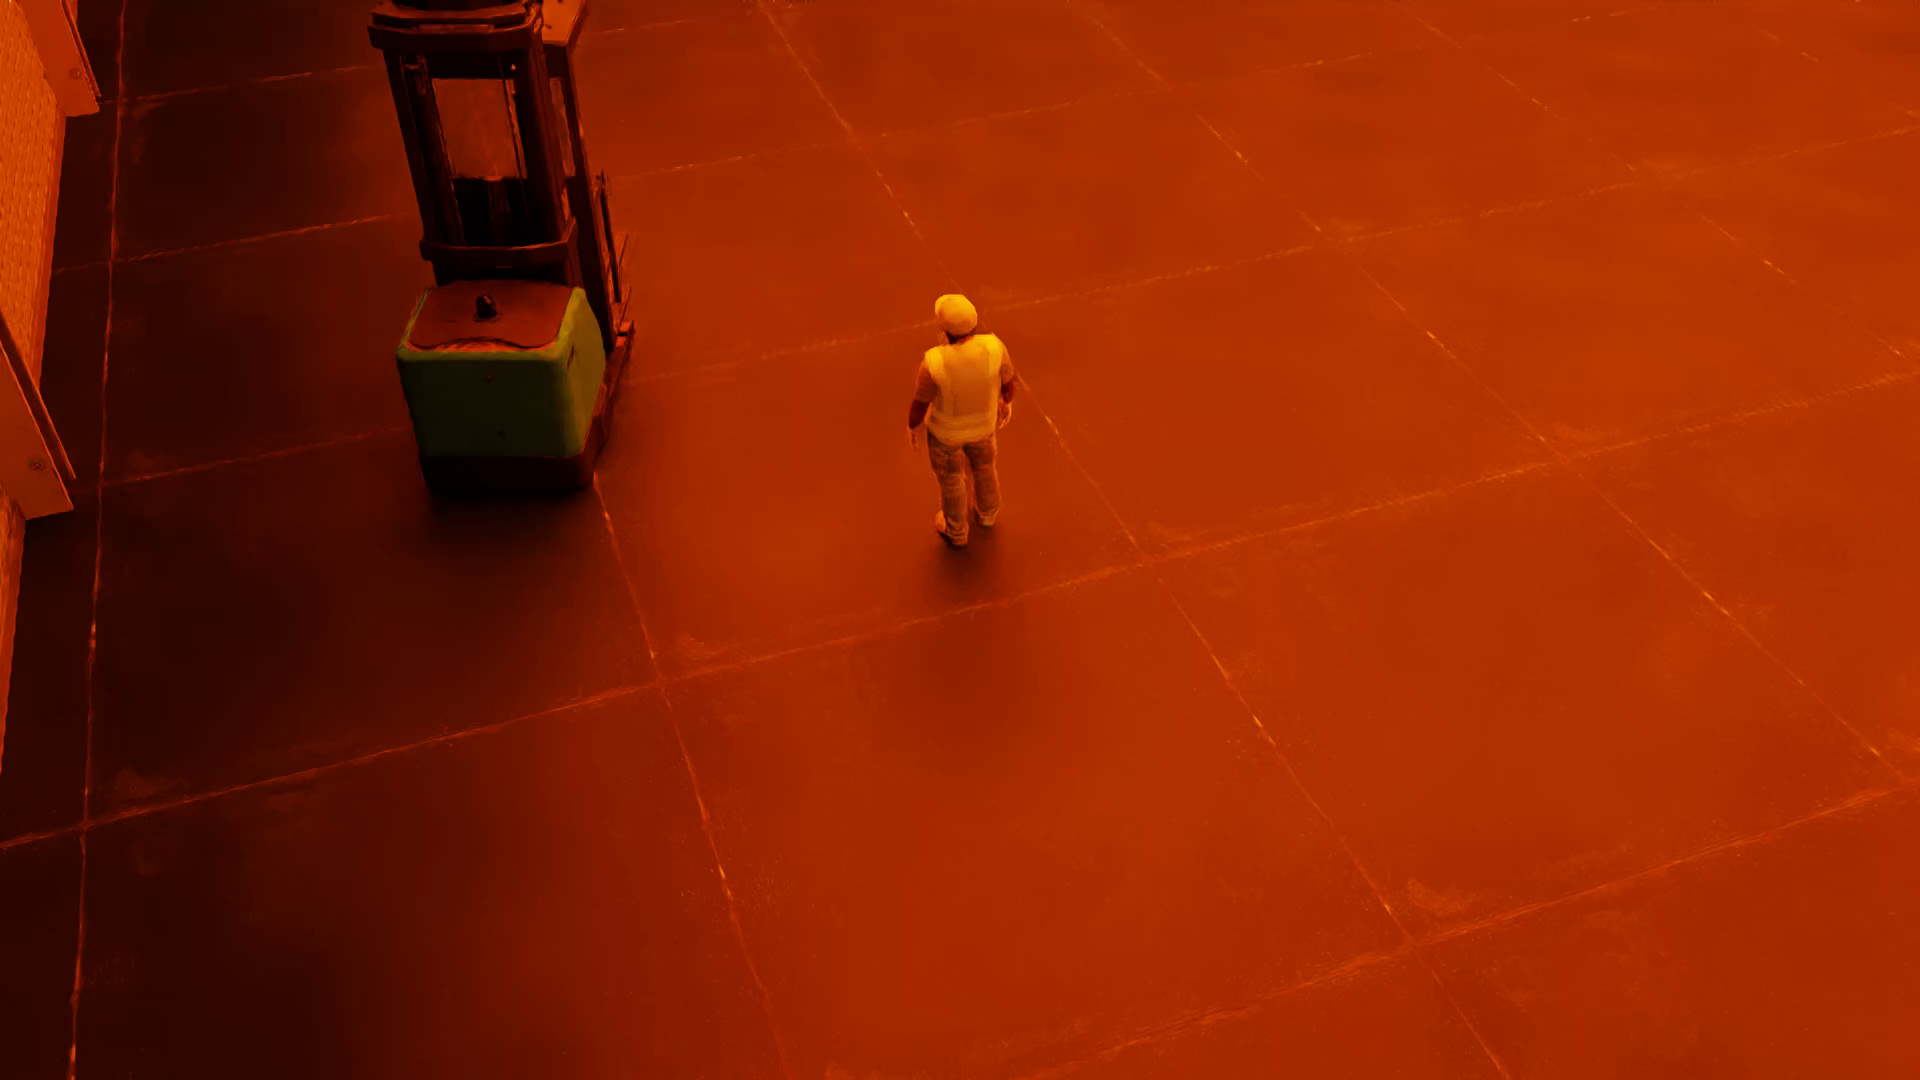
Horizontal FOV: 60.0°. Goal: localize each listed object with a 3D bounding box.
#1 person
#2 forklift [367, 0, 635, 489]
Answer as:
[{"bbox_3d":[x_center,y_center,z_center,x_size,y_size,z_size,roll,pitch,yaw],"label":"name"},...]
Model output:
[{"bbox_3d":[-0.017,-0.733,9.752,0.655,1.782,0.576,-13,42,-15],"label":"person"},{"bbox_3d":[-2.896,-2.367,10.815,1.130,2.935,3.031,0,40,0],"label":"forklift"}]
